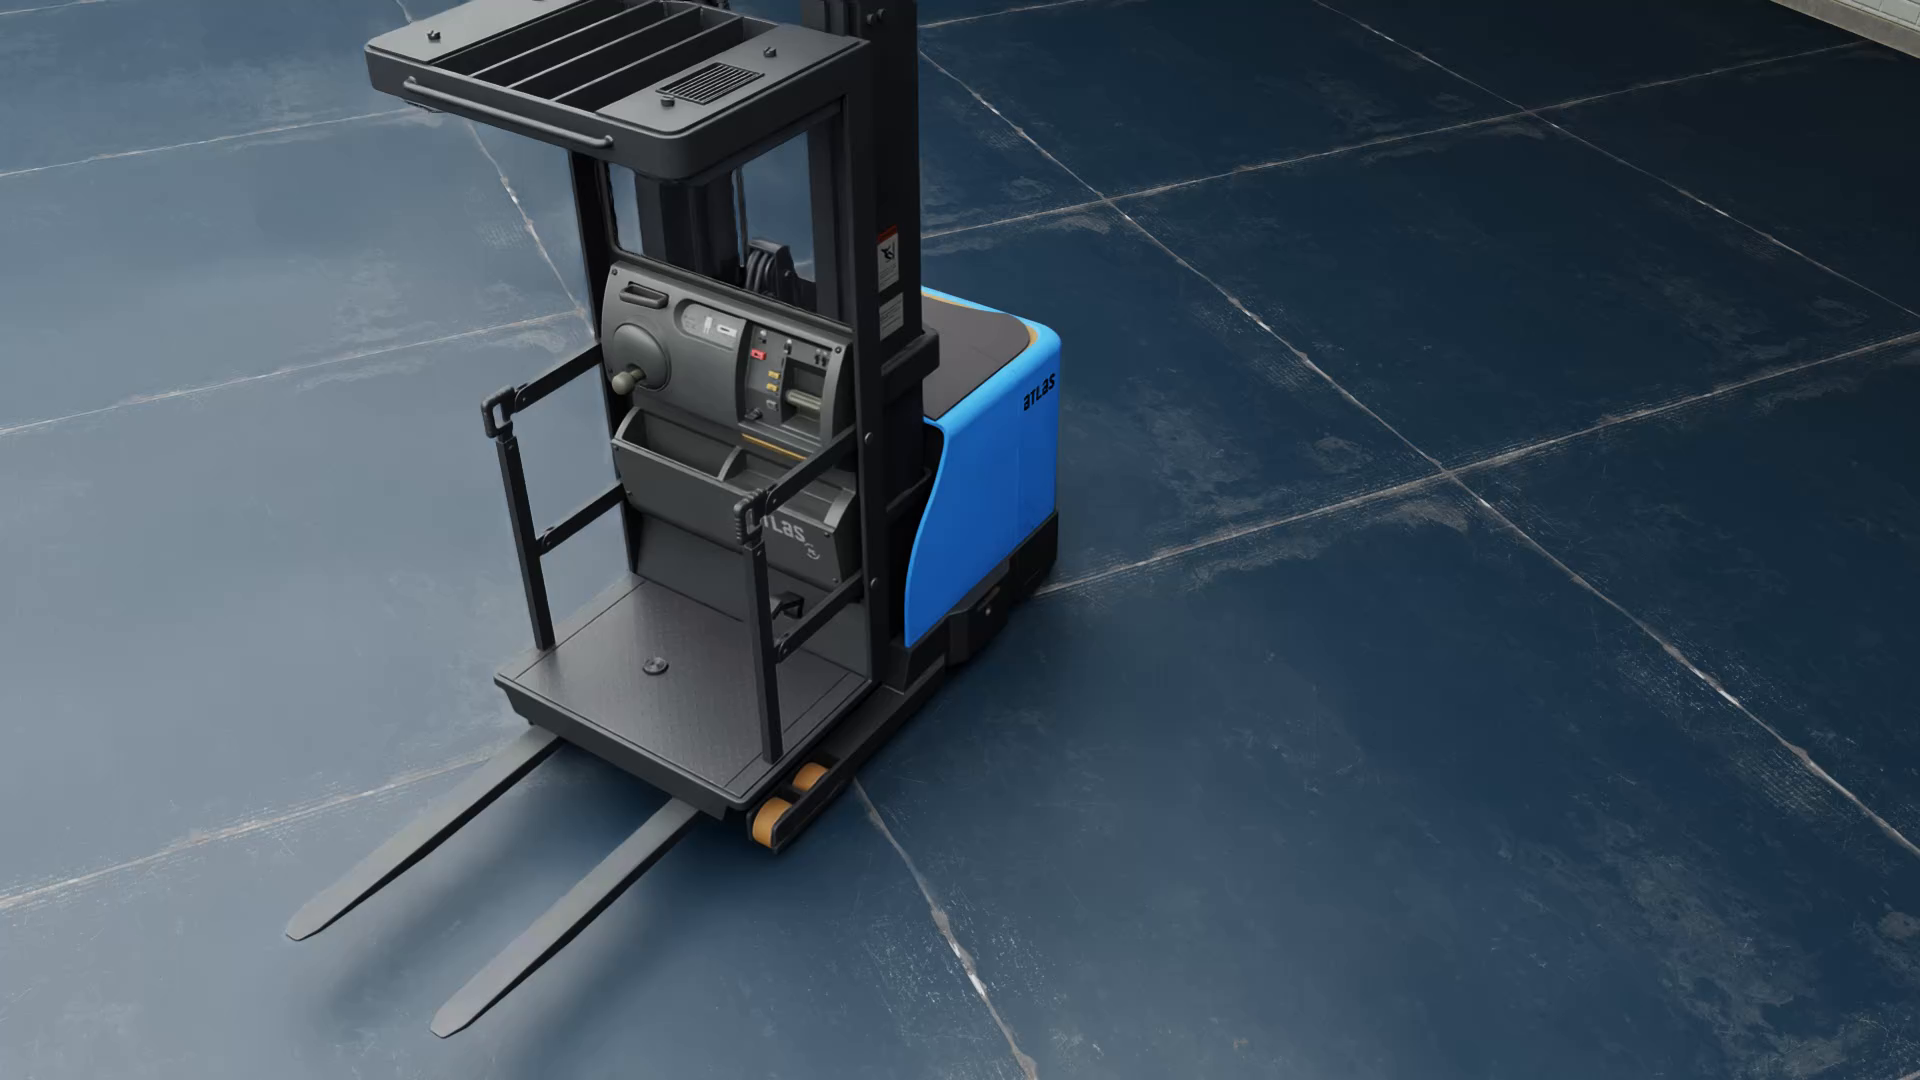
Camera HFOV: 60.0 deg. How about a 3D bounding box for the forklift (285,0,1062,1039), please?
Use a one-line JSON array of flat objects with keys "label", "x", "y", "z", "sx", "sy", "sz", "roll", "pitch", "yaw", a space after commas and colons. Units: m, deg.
[{"label": "forklift", "x": -0.853, "y": -0.498, "z": 4.961, "sx": 1.130, "sy": 2.935, "sz": 3.031, "roll": 22, "pitch": 42, "yaw": 26}]
